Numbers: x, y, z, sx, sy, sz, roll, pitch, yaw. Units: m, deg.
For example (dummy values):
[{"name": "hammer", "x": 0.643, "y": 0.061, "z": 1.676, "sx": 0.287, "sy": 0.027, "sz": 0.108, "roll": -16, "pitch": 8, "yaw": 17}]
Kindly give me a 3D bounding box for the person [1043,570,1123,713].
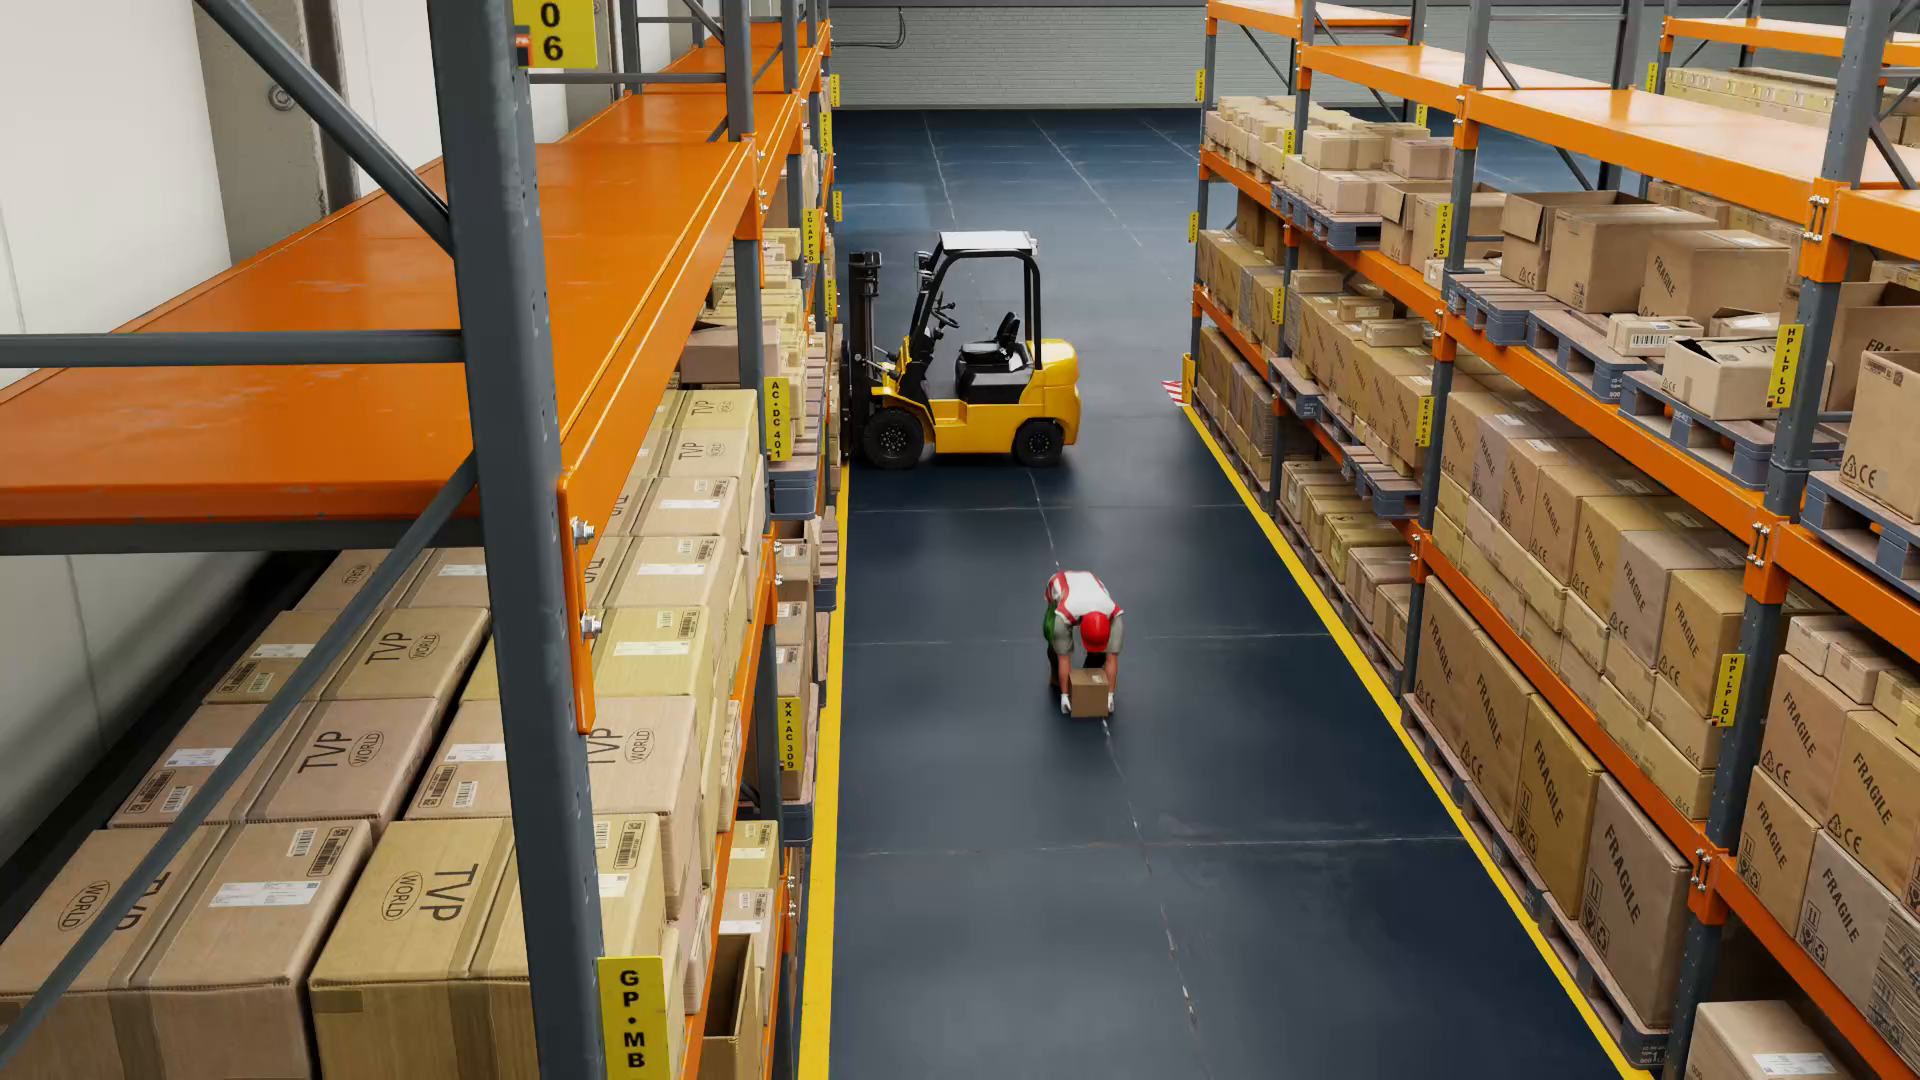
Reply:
[{"name": "person", "x": 0.842, "y": 0.686, "z": 11.497, "sx": 0.519, "sy": 0.831, "sz": 0.966, "roll": -2, "pitch": 20, "yaw": -5}]
